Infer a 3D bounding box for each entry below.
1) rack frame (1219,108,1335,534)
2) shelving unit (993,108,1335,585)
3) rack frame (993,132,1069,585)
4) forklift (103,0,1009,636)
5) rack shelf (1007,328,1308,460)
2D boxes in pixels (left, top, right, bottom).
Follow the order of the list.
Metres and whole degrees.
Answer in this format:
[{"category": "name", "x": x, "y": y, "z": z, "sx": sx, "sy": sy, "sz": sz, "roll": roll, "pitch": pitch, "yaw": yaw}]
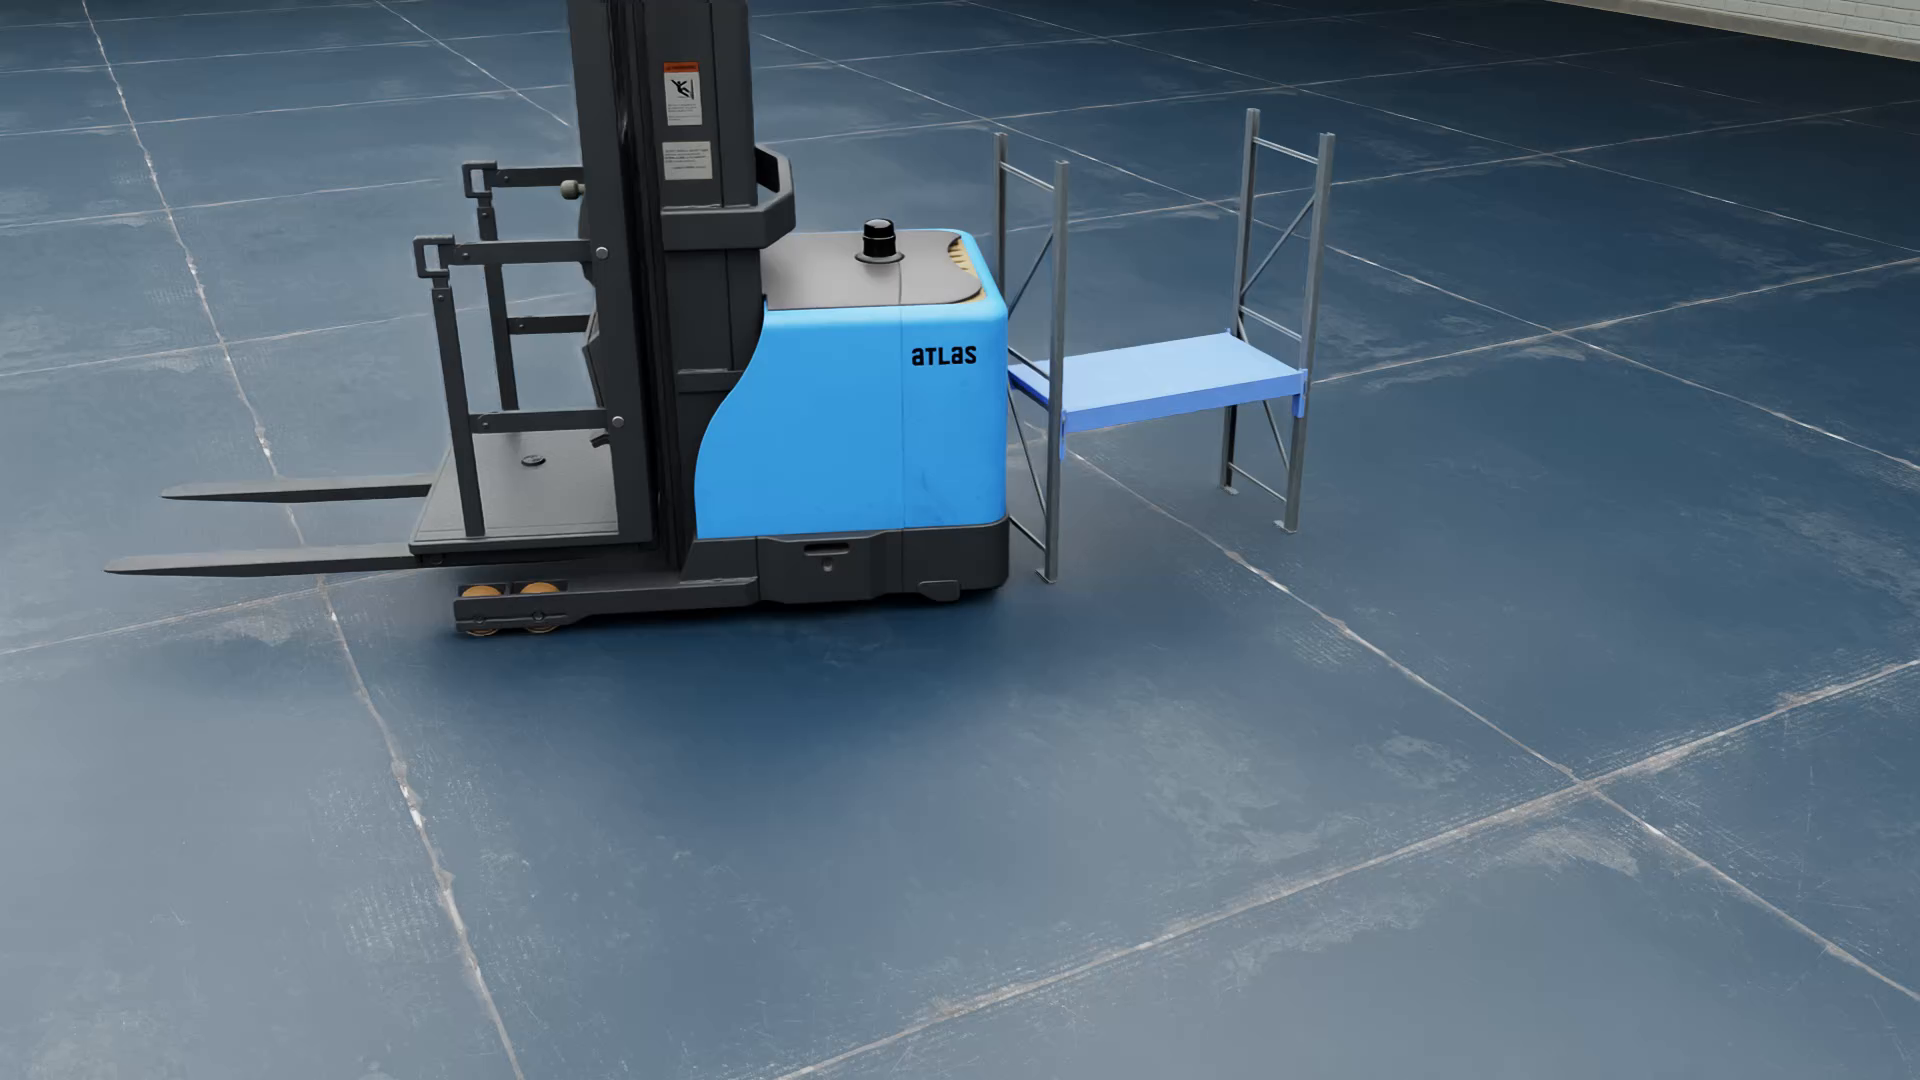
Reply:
[{"category": "rack frame", "x": 1.160, "y": -0.798, "z": 6.179, "sx": 0.032, "sy": 1.500, "sz": 0.500, "roll": -11, "pitch": 28, "yaw": -22}, {"category": "shelving unit", "x": 0.696, "y": -0.708, "z": 5.992, "sx": 1.048, "sy": 1.500, "sz": 0.538, "roll": -11, "pitch": 28, "yaw": -22}, {"category": "rack frame", "x": 0.232, "y": -0.618, "z": 5.805, "sx": 0.032, "sy": 1.500, "sz": 0.500, "roll": -11, "pitch": 28, "yaw": -22}, {"category": "forklift", "x": -1.385, "y": -1.241, "z": 5.448, "sx": 3.031, "sy": 2.935, "sz": 1.130, "roll": -3, "pitch": 26, "yaw": -6}, {"category": "rack shelf", "x": 0.696, "y": -0.546, "z": 6.070, "sx": 1.000, "sy": 0.185, "sz": 0.538, "roll": -11, "pitch": 28, "yaw": -22}]
